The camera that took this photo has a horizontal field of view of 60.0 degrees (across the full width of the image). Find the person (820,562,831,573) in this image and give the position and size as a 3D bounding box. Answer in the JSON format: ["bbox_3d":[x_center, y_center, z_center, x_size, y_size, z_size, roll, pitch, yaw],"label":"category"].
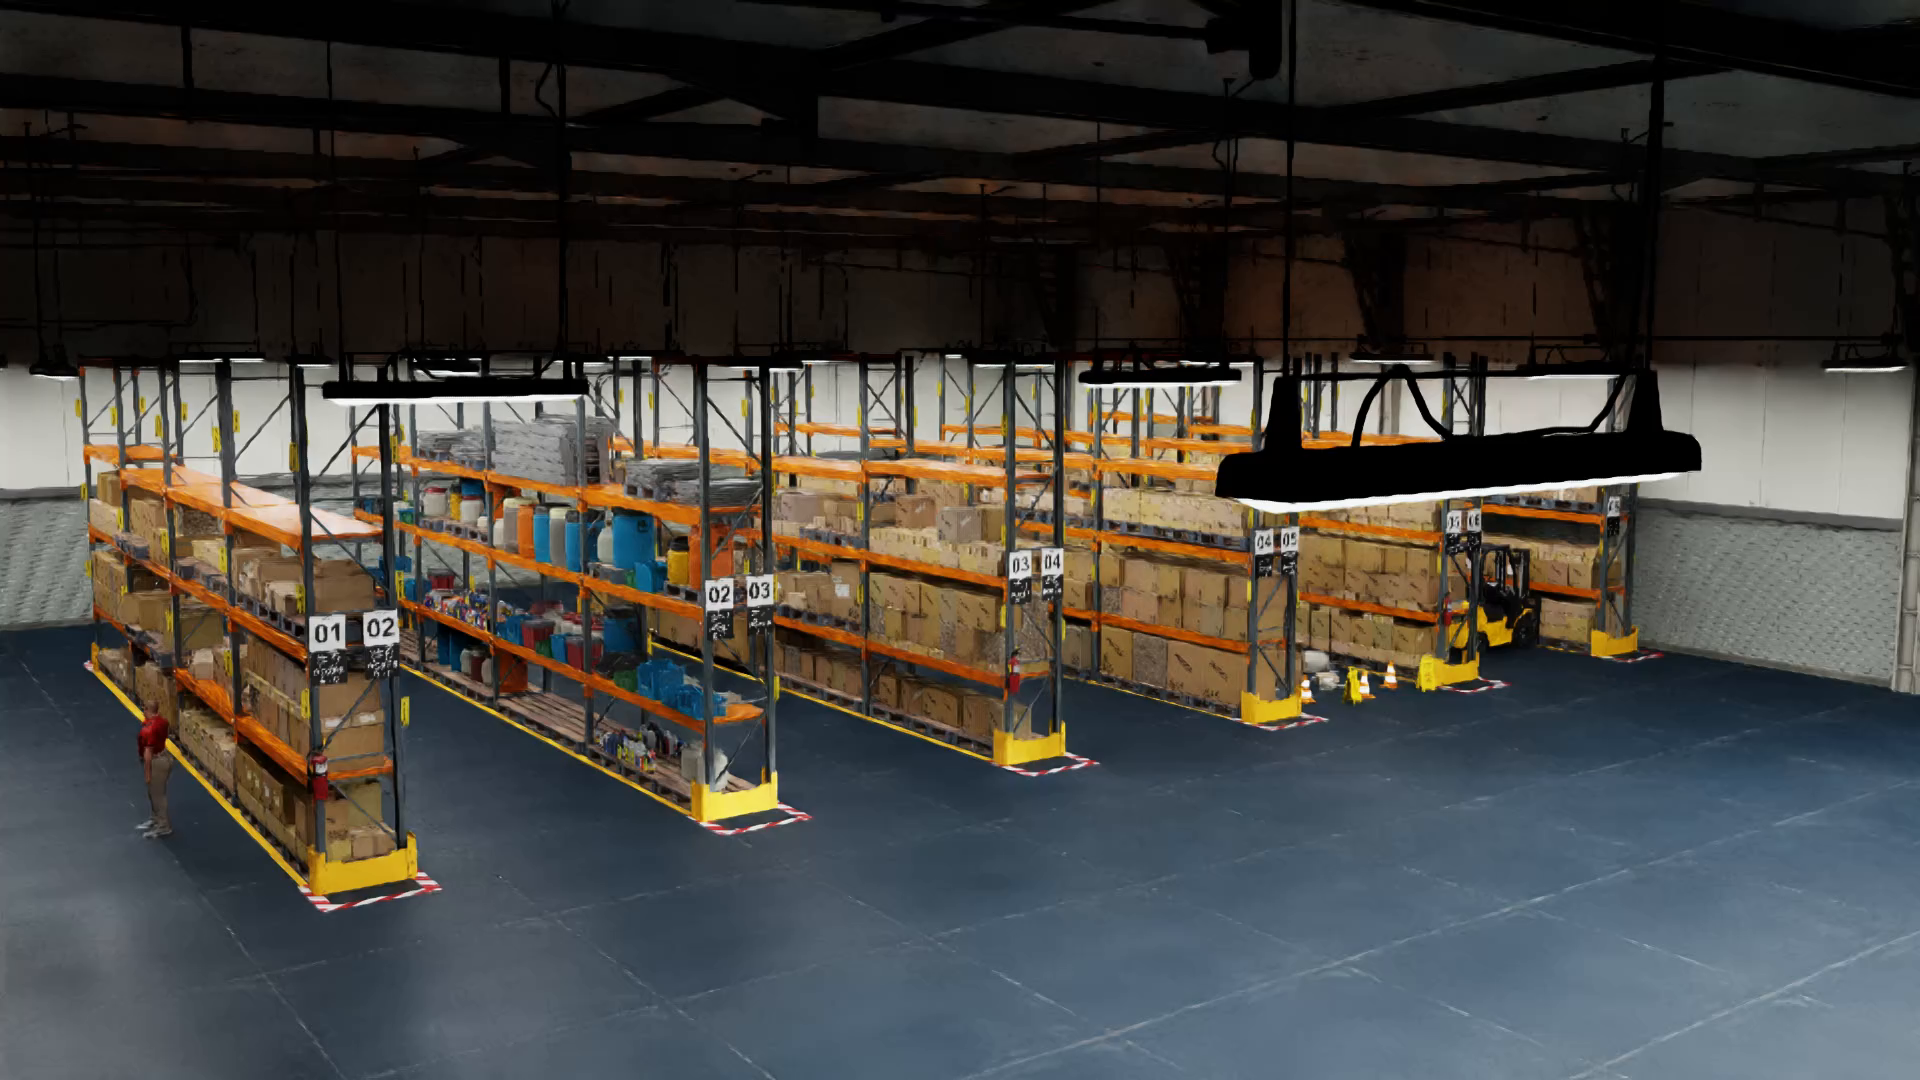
[{"bbox_3d":[-3.375,0.408,42.056,0.533,1.657,0.521,-4,8,-29],"label":"person"}]

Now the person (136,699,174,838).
[{"bbox_3d":[-10.336,2.894,21.254,0.497,1.731,0.588,-1,7,-4],"label":"person"}]
